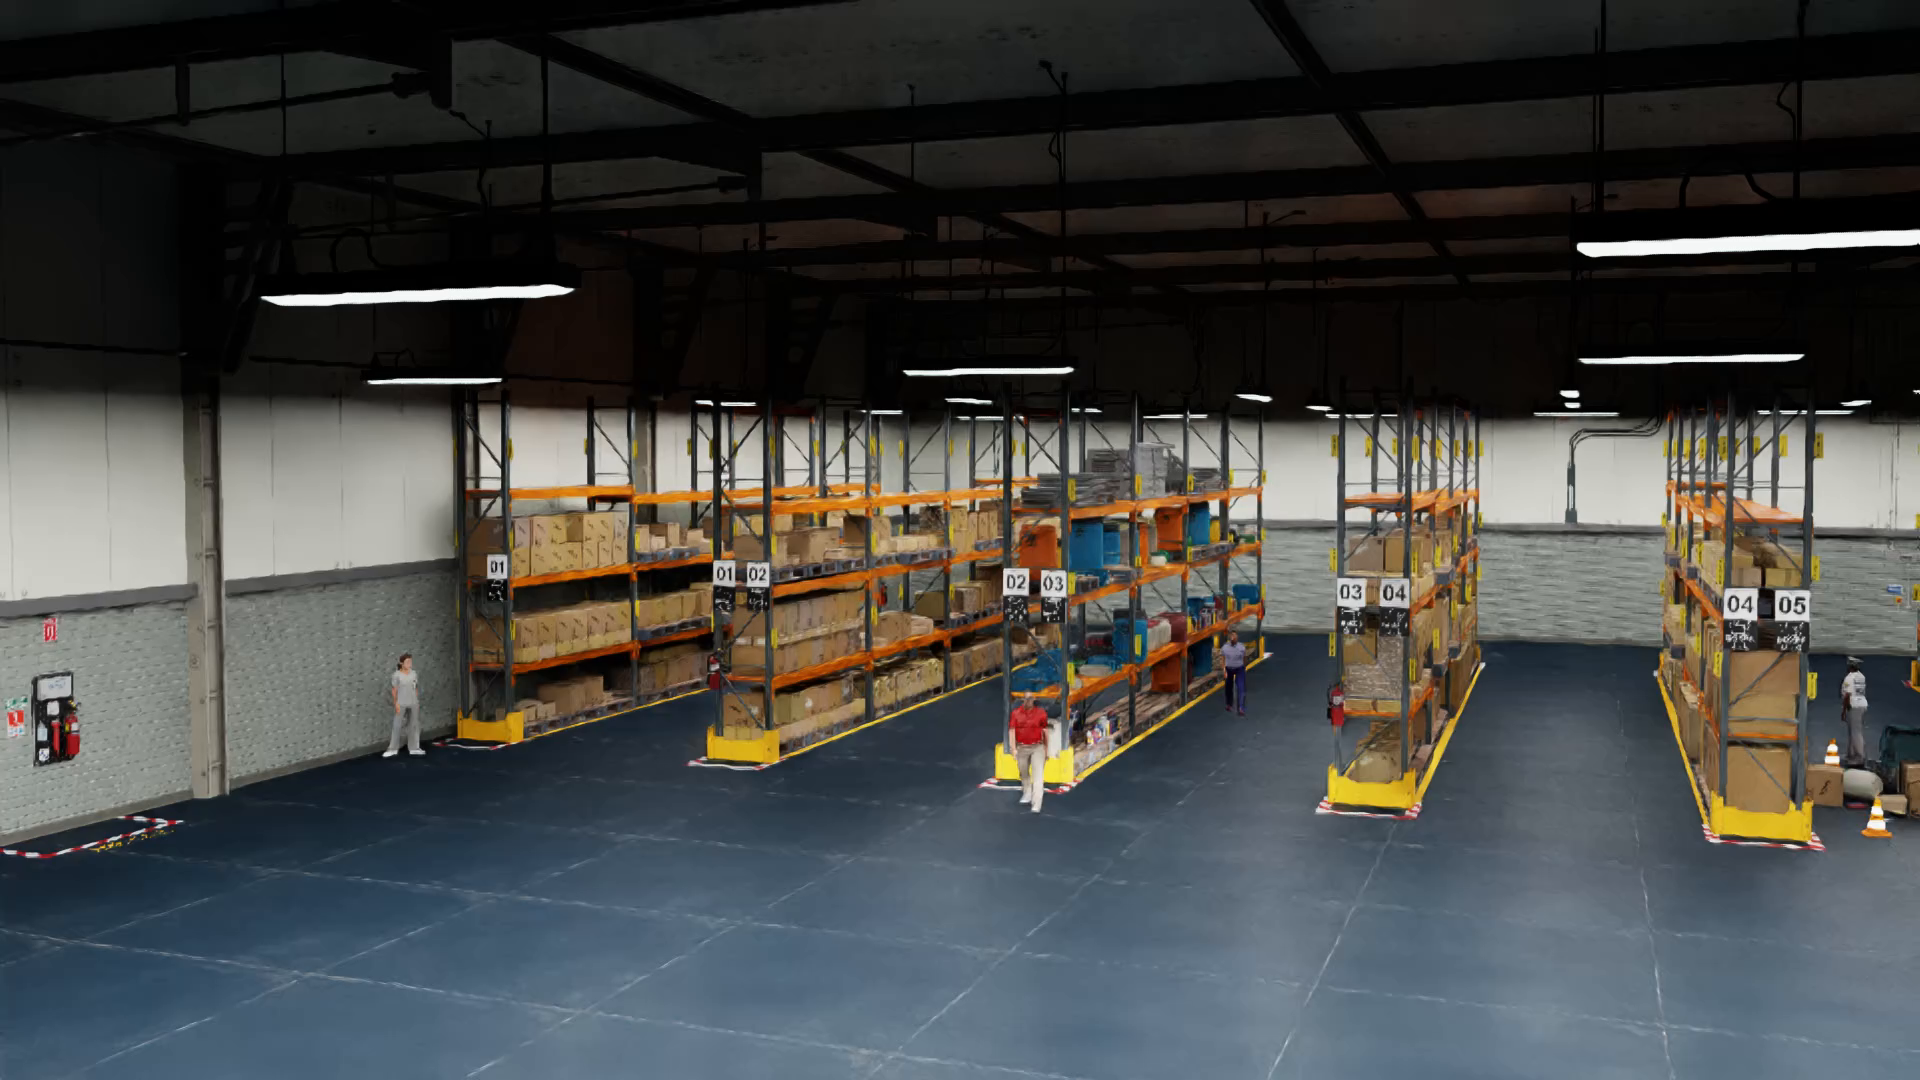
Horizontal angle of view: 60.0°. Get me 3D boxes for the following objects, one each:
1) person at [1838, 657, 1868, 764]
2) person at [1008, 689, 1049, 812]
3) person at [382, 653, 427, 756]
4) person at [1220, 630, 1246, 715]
[{"bbox_3d":[14.201,2.698,26.468,0.574,1.664,0.551,-2,4,-38],"label":"person"},{"bbox_3d":[0.944,2.887,23.026,0.536,1.659,1.037,1,3,12],"label":"person"},{"bbox_3d":[-9.060,2.676,27.014,0.647,1.672,0.423,-3,4,-41],"label":"person"},{"bbox_3d":[5.150,2.479,31.358,0.471,1.567,0.999,1,3,12],"label":"person"}]
